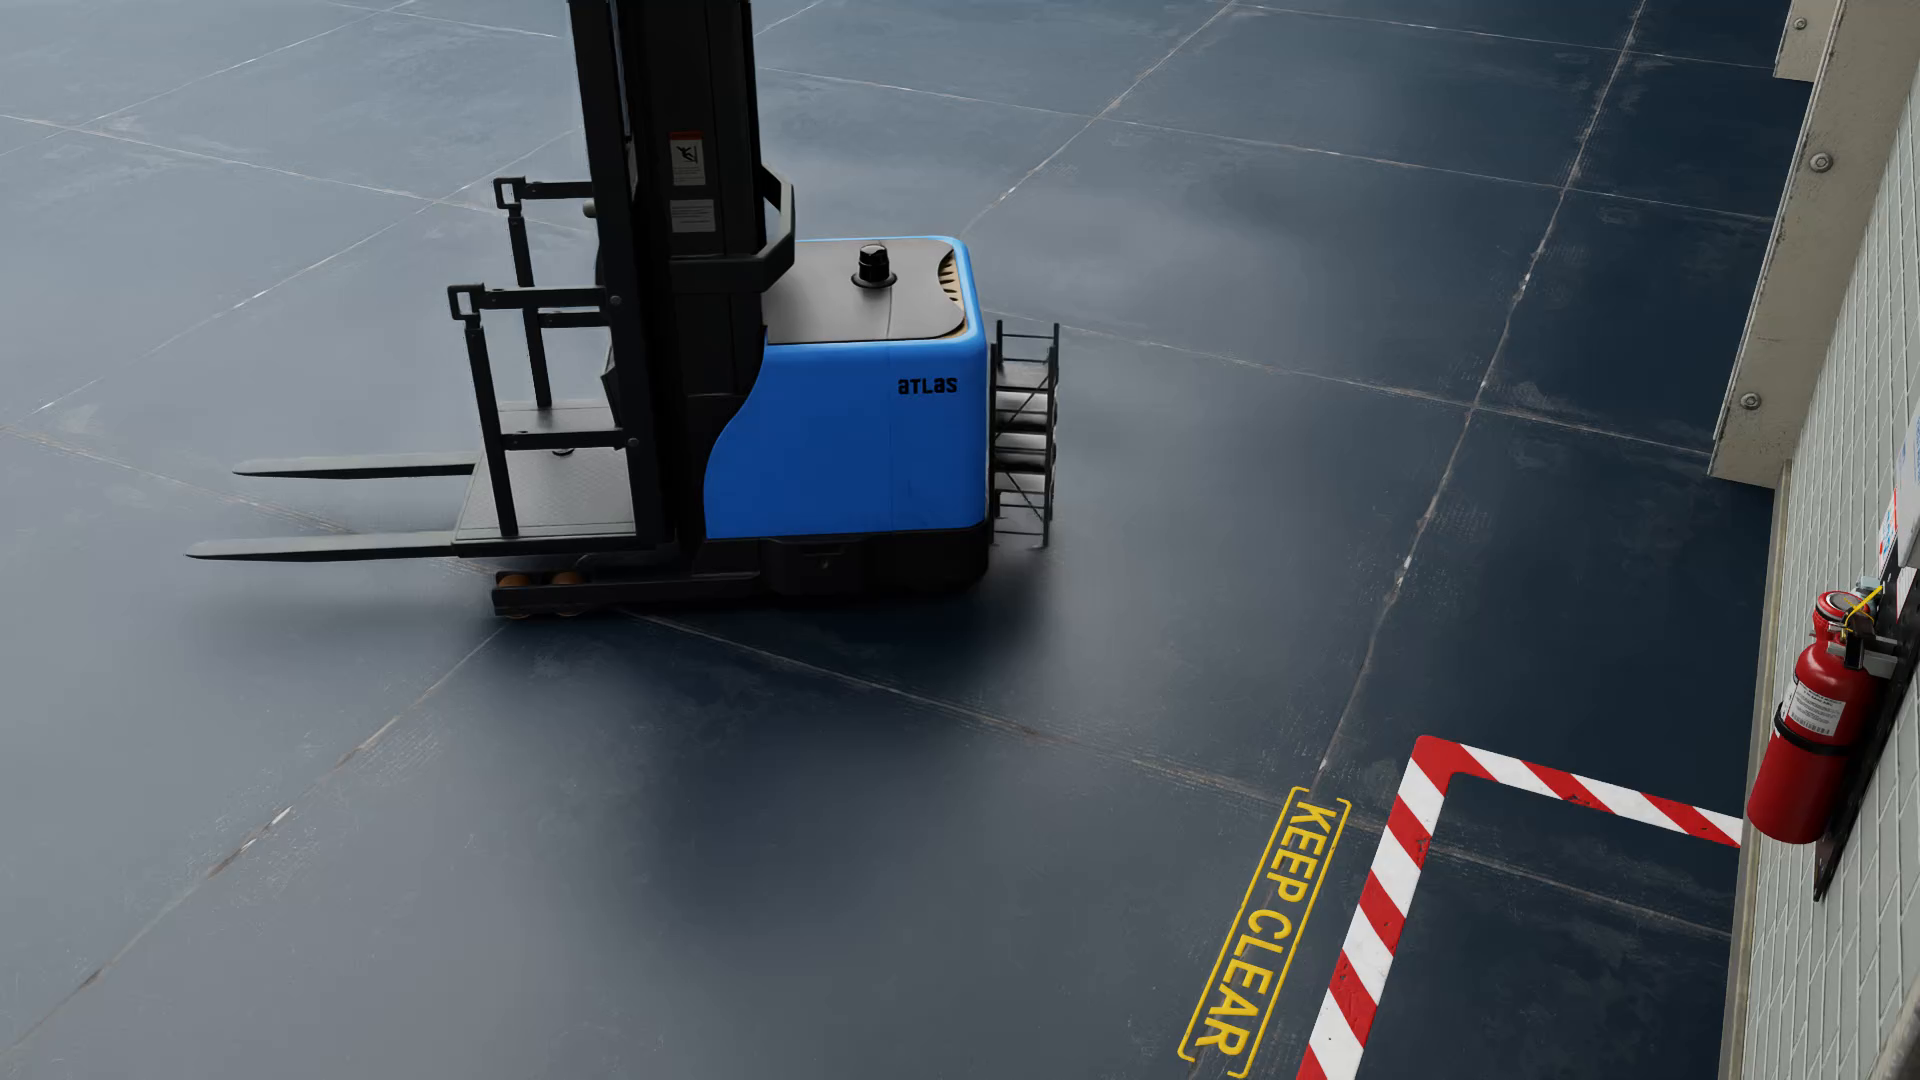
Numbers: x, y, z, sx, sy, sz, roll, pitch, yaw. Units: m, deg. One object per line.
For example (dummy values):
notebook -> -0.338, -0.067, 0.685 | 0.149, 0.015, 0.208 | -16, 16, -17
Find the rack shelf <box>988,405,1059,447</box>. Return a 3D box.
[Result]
rack shelf -> 0.249, -0.455, 6.519 | 0.258, 0.077, 0.200 | 4, 33, 6

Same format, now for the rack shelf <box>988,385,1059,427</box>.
rack shelf -> 0.249, -0.530, 6.470 | 0.258, 0.077, 0.200 | 4, 33, 6

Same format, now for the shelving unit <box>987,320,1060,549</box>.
shelving unit -> 0.249, -0.407, 6.550 | 0.258, 0.900, 0.210 | 4, 33, 6

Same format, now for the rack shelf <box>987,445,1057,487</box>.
rack shelf -> 0.249, -0.304, 6.618 | 0.258, 0.077, 0.200 | 4, 33, 6

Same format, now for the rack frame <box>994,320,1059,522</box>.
rack frame -> 0.262, -0.463, 6.635 | 0.240, 0.900, 0.006 | 4, 33, 6

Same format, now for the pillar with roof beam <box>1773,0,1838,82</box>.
pillar with roof beam -> 2.049, -8.082, 10.869 | 9.100, 9.000, 0.400 | 14, 36, 20

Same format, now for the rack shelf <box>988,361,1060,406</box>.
rack shelf -> 0.249, -0.605, 6.421 | 0.258, 0.077, 0.200 | 4, 33, 6

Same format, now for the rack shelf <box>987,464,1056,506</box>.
rack shelf -> 0.249, -0.229, 6.667 | 0.258, 0.077, 0.200 | 4, 33, 6

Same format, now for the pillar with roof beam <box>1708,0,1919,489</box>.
pillar with roof beam -> -0.461, -5.094, 6.312 | 9.100, 9.000, 0.400 | 14, 36, 20

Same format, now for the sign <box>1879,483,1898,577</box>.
sign -> 2.332, -0.098, 4.131 | 0.001, 0.329, 0.234 | 14, 36, 20

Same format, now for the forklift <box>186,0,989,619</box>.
forklift -> -1.433, -1.230, 5.952 | 3.031, 2.935, 1.130 | -2, 33, -4

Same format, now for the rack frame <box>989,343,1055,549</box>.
rack frame -> 0.235, -0.352, 6.466 | 0.240, 0.900, 0.006 | 4, 33, 6

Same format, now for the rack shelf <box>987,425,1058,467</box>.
rack shelf -> 0.249, -0.379, 6.569 | 0.258, 0.077, 0.200 | 4, 33, 6

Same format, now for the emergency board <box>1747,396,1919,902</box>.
emergency board -> 2.007, 0.169, 3.757 | 0.194, 1.169, 0.643 | 14, 36, 20
